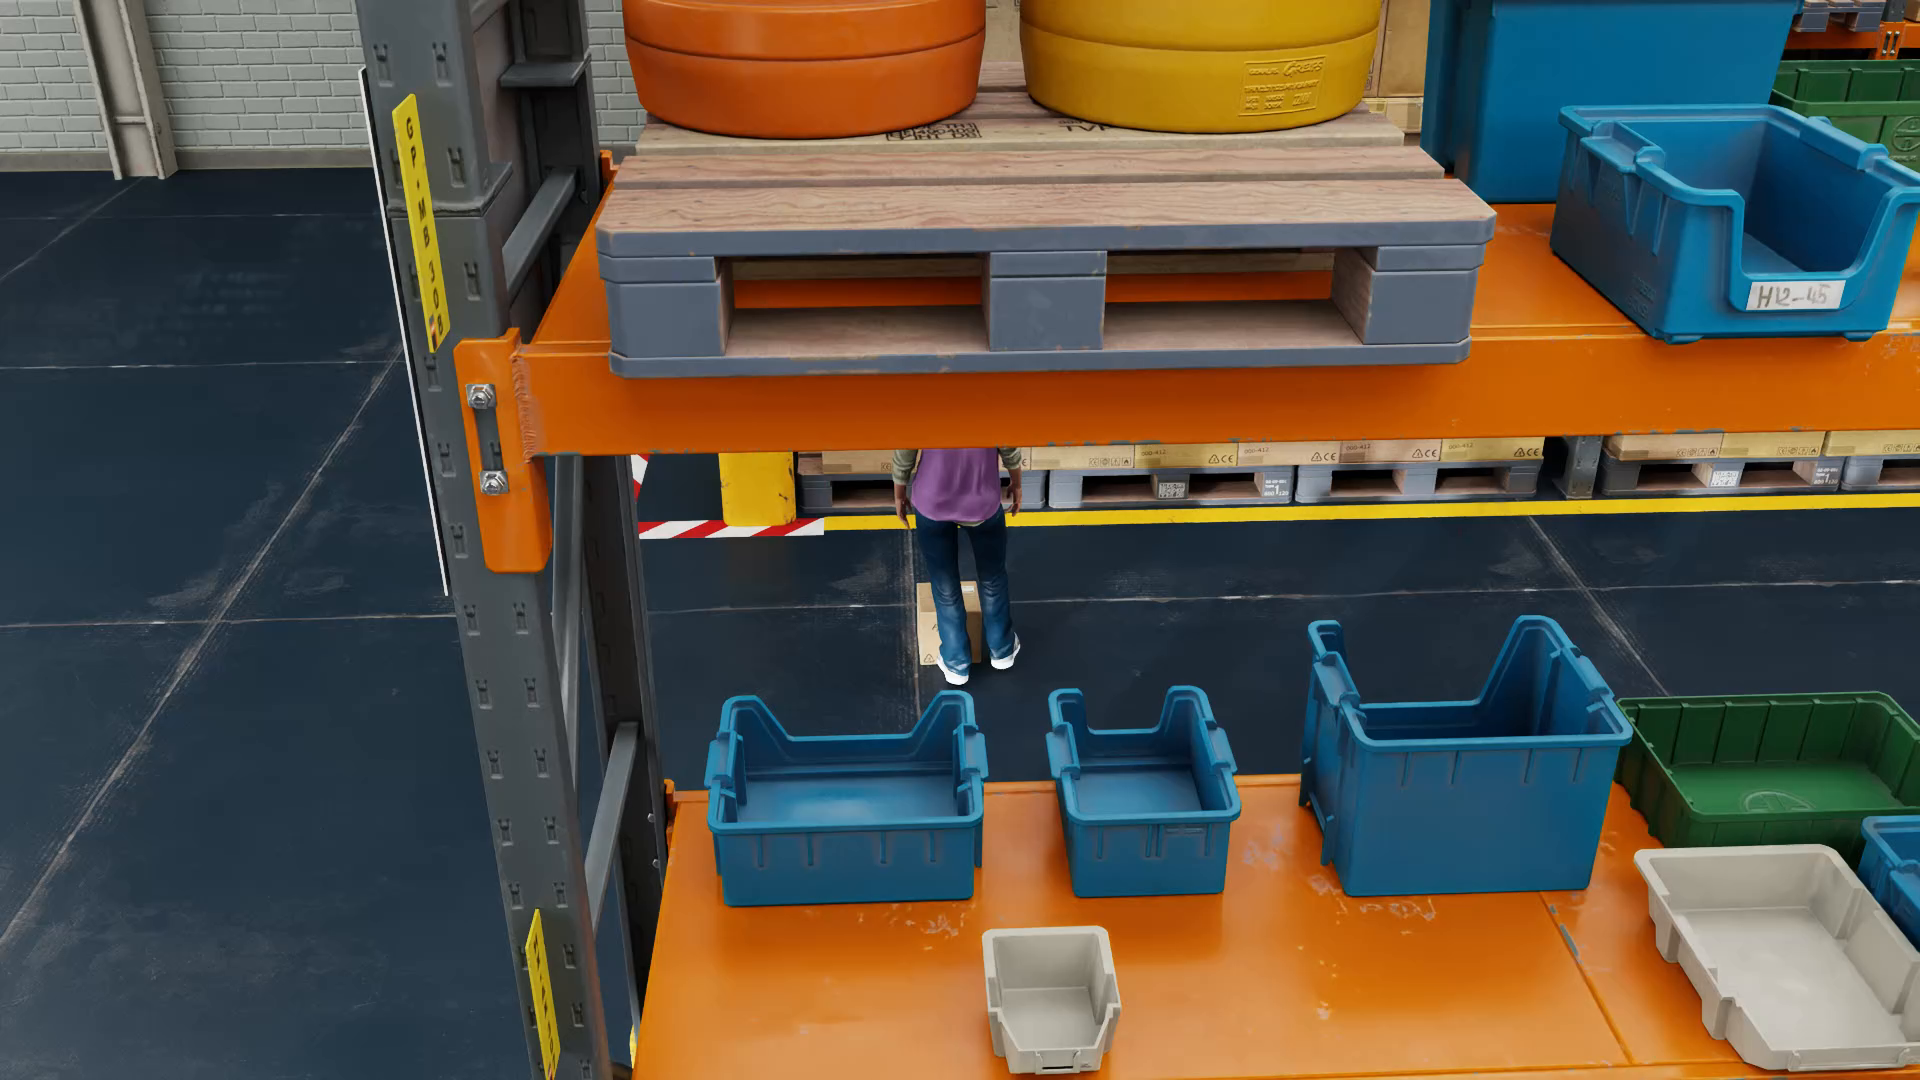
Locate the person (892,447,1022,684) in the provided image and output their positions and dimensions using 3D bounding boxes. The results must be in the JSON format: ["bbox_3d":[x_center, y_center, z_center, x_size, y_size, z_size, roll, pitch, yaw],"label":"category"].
[{"bbox_3d":[-0.002,-0.171,6.435,0.520,1.596,0.475,-1,28,-3],"label":"person"}]
